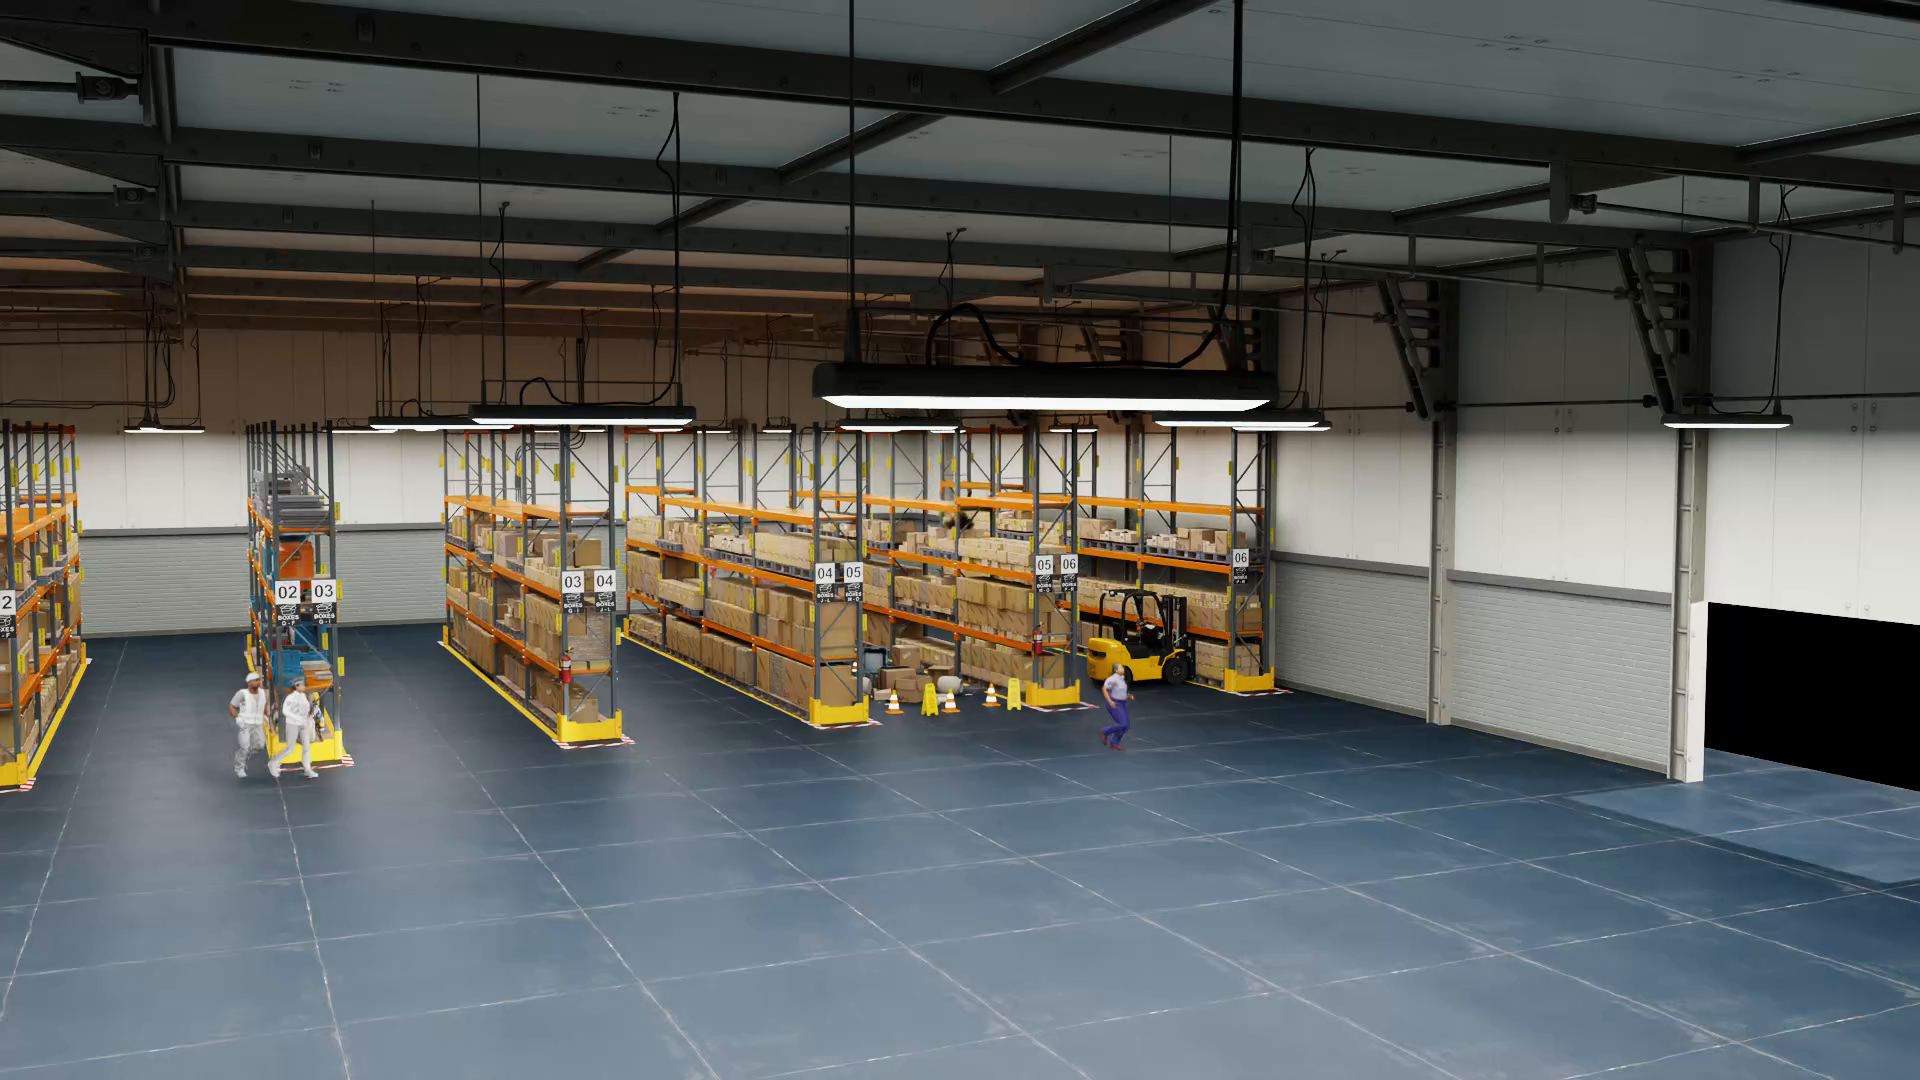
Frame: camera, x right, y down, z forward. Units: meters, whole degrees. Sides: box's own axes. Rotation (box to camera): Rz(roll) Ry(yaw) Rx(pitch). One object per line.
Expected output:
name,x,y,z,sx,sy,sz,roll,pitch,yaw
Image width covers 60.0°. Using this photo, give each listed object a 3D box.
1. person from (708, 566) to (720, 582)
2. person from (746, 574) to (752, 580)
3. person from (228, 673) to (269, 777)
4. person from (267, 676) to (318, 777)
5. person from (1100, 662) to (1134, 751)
person,-7.520,1.683,50.473,0.697,1.844,0.652,-2,4,-25
person,-6.364,1.714,50.592,0.735,1.789,0.652,-2,4,-24
person,-11.996,3.111,28.127,0.552,1.714,0.741,3,4,36
person,-11.119,3.121,27.918,0.880,1.663,0.675,1,4,12
person,2.865,3.034,30.288,0.559,1.612,0.634,2,4,26
